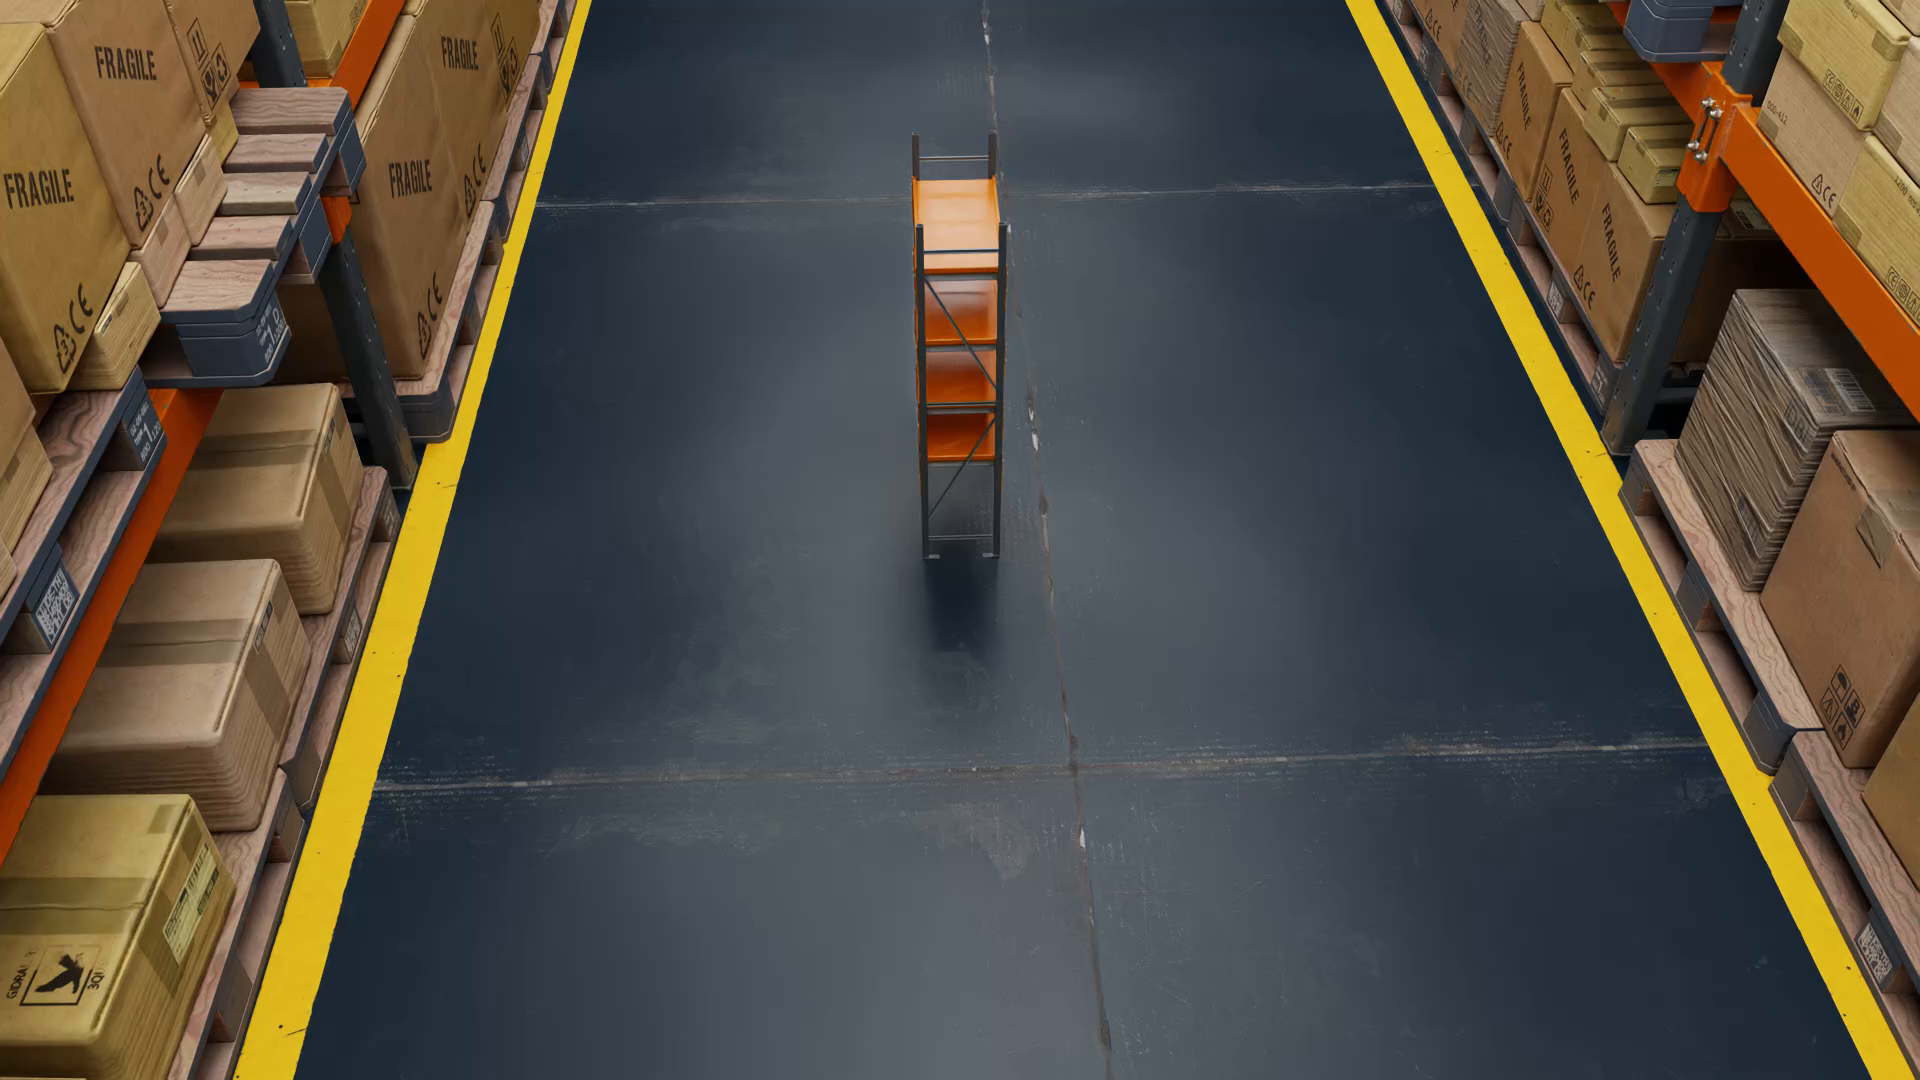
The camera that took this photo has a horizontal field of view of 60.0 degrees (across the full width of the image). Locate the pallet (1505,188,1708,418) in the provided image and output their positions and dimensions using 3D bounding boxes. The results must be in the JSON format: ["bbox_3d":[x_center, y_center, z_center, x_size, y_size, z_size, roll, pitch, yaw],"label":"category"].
[{"bbox_3d":[2.674,-0.912,6.088,1.003,0.211,1.213,-2,43,-2],"label":"pallet"}]

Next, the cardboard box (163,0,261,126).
[{"bbox_3d":[-1.994,-1.292,3.835,0.500,0.500,0.500,-3,43,-3],"label":"cardboard box"}]

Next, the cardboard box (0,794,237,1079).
[{"bbox_3d":[-2.211,0.916,3.665,0.950,0.372,0.625,0,43,0],"label":"cardboard box"}]

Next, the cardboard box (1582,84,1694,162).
[{"bbox_3d":[2.352,-1.416,5.635,0.380,0.149,0.250,-4,43,-4],"label":"cardboard box"}]

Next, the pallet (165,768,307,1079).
[{"bbox_3d":[-2.210,1.088,3.907,1.003,0.211,1.213,-2,43,-2],"label":"pallet"}]

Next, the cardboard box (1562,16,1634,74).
[{"bbox_3d":[2.419,-1.775,6.026,0.380,0.149,0.250,0,43,-1],"label":"cardboard box"}]

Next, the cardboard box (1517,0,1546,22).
[{"bbox_3d":[2.366,-2.129,6.412,0.380,0.149,0.250,-4,43,-4],"label":"cardboard box"}]

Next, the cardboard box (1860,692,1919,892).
[{"bbox_3d":[2.745,0.603,3.819,0.875,0.625,0.625,-3,43,-4],"label":"cardboard box"}]

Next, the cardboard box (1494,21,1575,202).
[{"bbox_3d":[2.400,-1.639,6.357,0.500,0.500,0.500,0,43,0],"label":"cardboard box"}]

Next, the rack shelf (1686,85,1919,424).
[{"bbox_3d":[2.753,0.181,3.365,1.077,0.370,4.000,-2,43,-2],"label":"rack shelf"}]

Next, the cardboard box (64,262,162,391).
[{"bbox_3d":[-1.874,-0.434,3.379,0.380,0.149,0.250,-1,43,-1],"label":"cardboard box"}]

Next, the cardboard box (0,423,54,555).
[{"bbox_3d":[-1.897,-0.093,3.007,0.380,0.149,0.250,-3,43,-3],"label":"cardboard box"}]

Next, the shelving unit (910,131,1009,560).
[{"bbox_3d":[-0.007,-0.554,4.967,0.258,1.200,0.503,-2,43,-2],"label":"shelving unit"}]

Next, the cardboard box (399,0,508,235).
[{"bbox_3d":[-2.271,-1.732,6.181,0.875,0.875,0.875,-1,43,-1],"label":"cardboard box"}]

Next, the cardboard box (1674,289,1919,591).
[{"bbox_3d":[2.681,-0.292,4.796,0.875,0.625,0.625,0,43,0],"label":"cardboard box"}]

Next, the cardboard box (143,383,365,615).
[{"bbox_3d":[-2.277,-0.094,4.766,0.950,0.372,0.625,-4,43,-5],"label":"cardboard box"}]

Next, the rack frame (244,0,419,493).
[{"bbox_3d":[-2.291,-1.290,4.437,1.000,3.000,0.127,-2,43,-2],"label":"rack frame"}]

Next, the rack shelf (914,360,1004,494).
[{"bbox_3d":[-0.007,-0.358,5.146,0.258,0.148,0.480,-2,43,-2],"label":"rack shelf"}]

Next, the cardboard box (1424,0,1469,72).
[{"bbox_3d":[2.343,-2.339,7.121,0.500,0.500,0.500,-3,43,-3],"label":"cardboard box"}]

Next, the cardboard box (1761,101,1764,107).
[{"bbox_3d":[2.973,-1.448,5.669,0.380,0.149,0.250,0,43,0],"label":"cardboard box"}]

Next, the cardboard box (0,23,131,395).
[{"bbox_3d":[-1.938,-0.603,3.082,0.500,0.500,0.500,-4,43,-5],"label":"cardboard box"}]

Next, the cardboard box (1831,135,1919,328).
[{"bbox_3d":[2.459,-0.733,3.941,0.500,0.250,0.500,-2,43,-3],"label":"cardboard box"}]

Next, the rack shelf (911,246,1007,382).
[{"bbox_3d":[-0.007,-0.669,4.861,0.258,0.148,0.480,-2,43,-2],"label":"rack shelf"}]

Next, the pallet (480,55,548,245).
[{"bbox_3d":[-2.298,-1.618,6.859,1.003,0.211,1.213,-2,43,-2],"label":"pallet"}]

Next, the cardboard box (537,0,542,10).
[{"bbox_3d":[-2.354,-2.945,7.505,0.875,0.875,0.875,0,43,0],"label":"cardboard box"}]

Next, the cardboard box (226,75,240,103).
[{"bbox_3d":[-2.042,-1.137,4.146,0.380,0.149,0.250,0,43,0],"label":"cardboard box"}]

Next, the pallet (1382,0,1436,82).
[{"bbox_3d":[2.571,-2.559,7.885,1.003,0.211,1.213,-2,43,-2],"label":"pallet"}]

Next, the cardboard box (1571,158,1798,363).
[{"bbox_3d":[2.436,-0.947,5.602,0.500,0.500,0.500,-1,43,-1],"label":"cardboard box"}]

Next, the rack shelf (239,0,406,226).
[{"bbox_3d":[-2.376,-2.375,6.153,1.077,0.370,4.000,-2,43,-2],"label":"rack shelf"}]

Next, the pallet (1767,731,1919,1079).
[{"bbox_3d":[2.713,0.972,4.033,1.003,0.211,1.213,-2,43,-2],"label":"pallet"}]

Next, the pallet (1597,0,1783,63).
[{"bbox_3d":[2.569,-1.819,5.157,1.213,0.211,1.003,-2,43,-2],"label":"pallet"}]

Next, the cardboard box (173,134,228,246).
[{"bbox_3d":[-1.903,-0.789,3.767,0.380,0.149,0.250,-2,43,-2],"label":"cardboard box"}]

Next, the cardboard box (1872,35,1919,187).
[{"bbox_3d":[2.463,-0.919,3.774,0.500,0.250,0.500,0,43,0],"label":"cardboard box"}]

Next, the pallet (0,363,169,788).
[{"bbox_3d":[-2.166,0.116,3.045,1.003,0.211,1.213,-2,43,-2],"label":"pallet"}]

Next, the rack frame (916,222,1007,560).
[{"bbox_3d":[0.003,-0.389,4.787,0.240,1.200,0.015,-2,43,-2],"label":"rack frame"}]
